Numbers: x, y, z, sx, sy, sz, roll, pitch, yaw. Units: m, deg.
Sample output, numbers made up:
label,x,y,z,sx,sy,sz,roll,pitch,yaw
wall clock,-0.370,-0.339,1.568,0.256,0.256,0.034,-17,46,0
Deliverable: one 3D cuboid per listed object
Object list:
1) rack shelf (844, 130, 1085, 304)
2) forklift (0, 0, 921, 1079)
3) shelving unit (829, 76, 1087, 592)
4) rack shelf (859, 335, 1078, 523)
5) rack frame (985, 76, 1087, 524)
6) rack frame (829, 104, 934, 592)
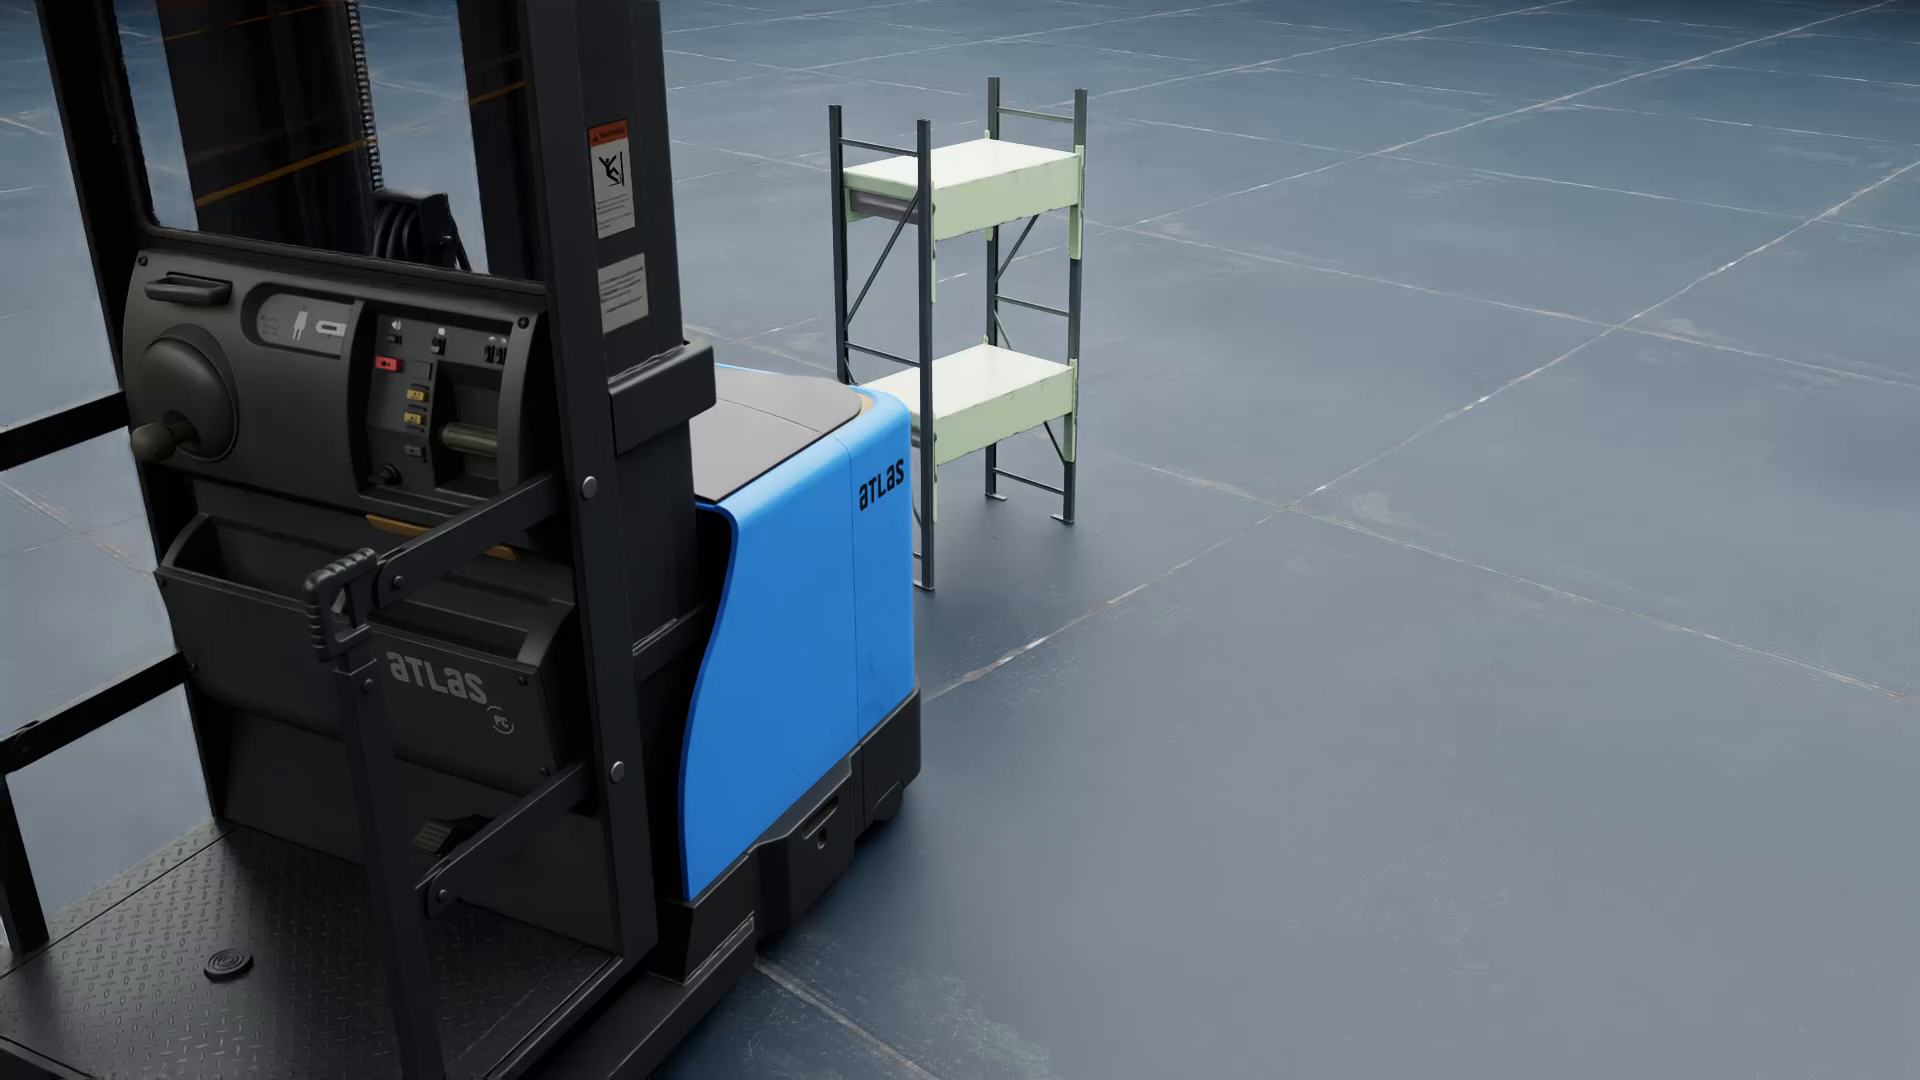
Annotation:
label,x,y,z,sx,sy,sz,roll,pitch,yaw
rack shelf,0.004,-1.042,5.288,0.431,0.370,0.720,20,31,38
forklift,-1.205,-0.248,2.721,1.130,2.935,3.031,11,27,24
shelving unit,0.004,-0.686,5.448,0.431,1.500,0.755,20,31,38
rack shelf,0.004,-0.389,5.581,0.431,0.370,0.720,20,31,38
rack frame,0.249,-0.798,5.696,0.400,1.500,0.023,20,31,38
rack frame,-0.240,-0.575,5.199,0.400,1.500,0.023,20,31,38
